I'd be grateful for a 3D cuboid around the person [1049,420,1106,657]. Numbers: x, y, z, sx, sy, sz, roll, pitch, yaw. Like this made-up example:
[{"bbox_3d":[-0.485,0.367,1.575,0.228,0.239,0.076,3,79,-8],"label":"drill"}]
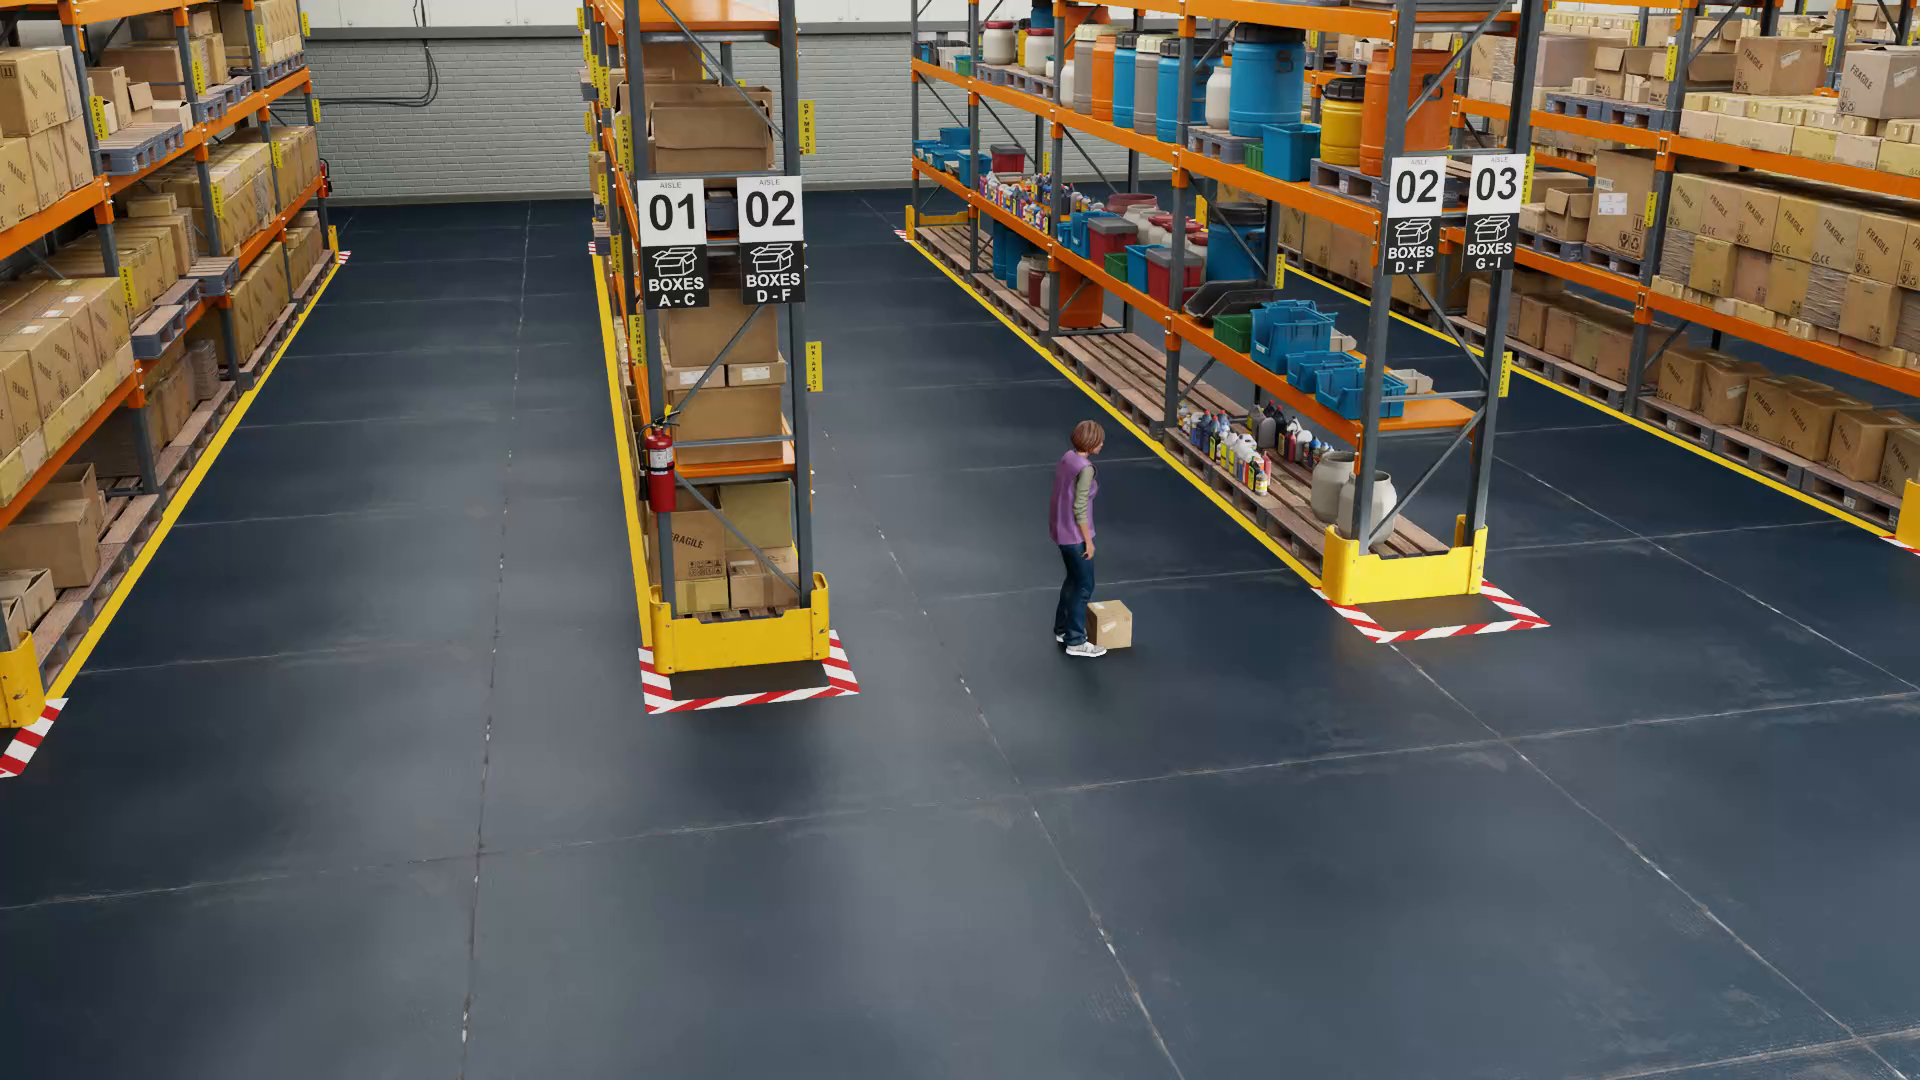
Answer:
[{"bbox_3d":[0.783,-0.023,11.152,0.347,1.593,0.459,-5,20,-13],"label":"person"}]
